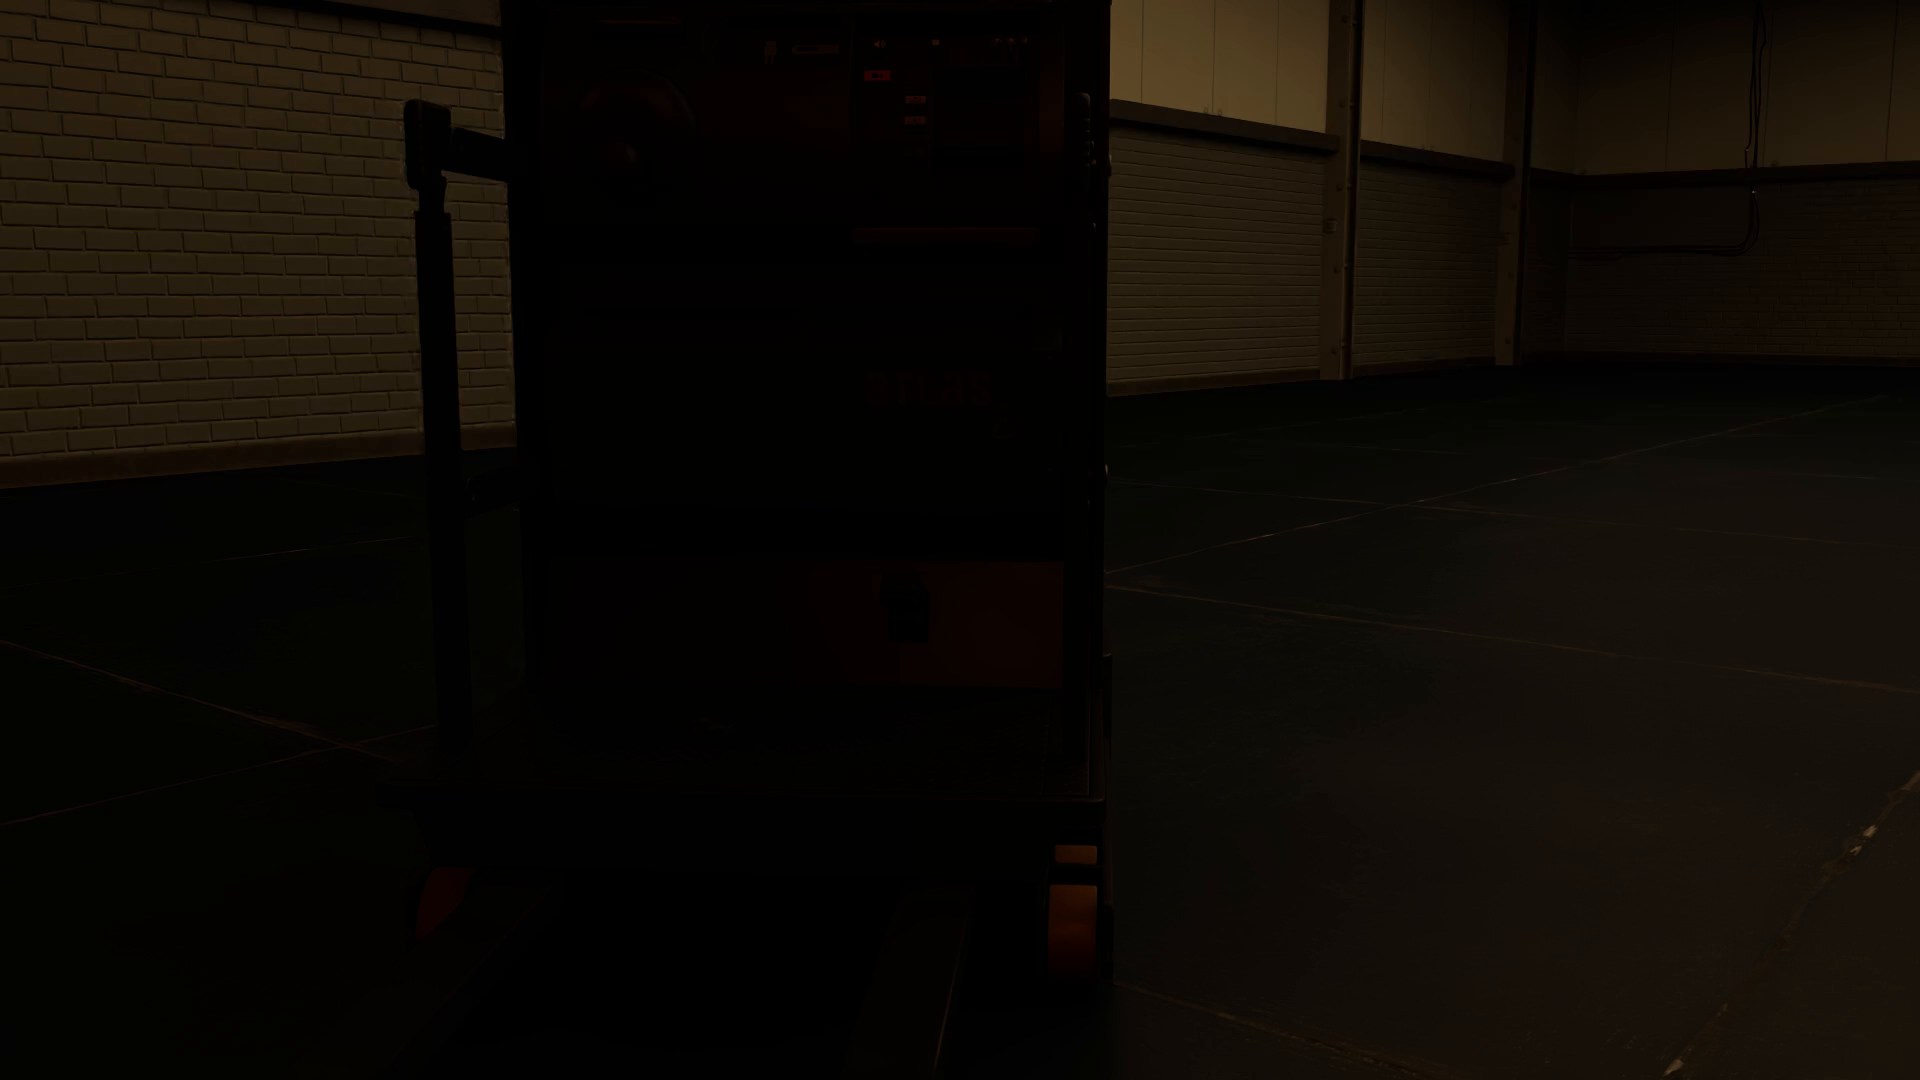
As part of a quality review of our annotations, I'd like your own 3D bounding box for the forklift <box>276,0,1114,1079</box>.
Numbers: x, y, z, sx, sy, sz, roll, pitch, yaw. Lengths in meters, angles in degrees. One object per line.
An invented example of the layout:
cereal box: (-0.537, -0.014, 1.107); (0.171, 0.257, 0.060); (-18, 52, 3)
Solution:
forklift: (-0.295, -0.797, 2.730); (1.130, 2.935, 3.031); (1, 8, 5)
